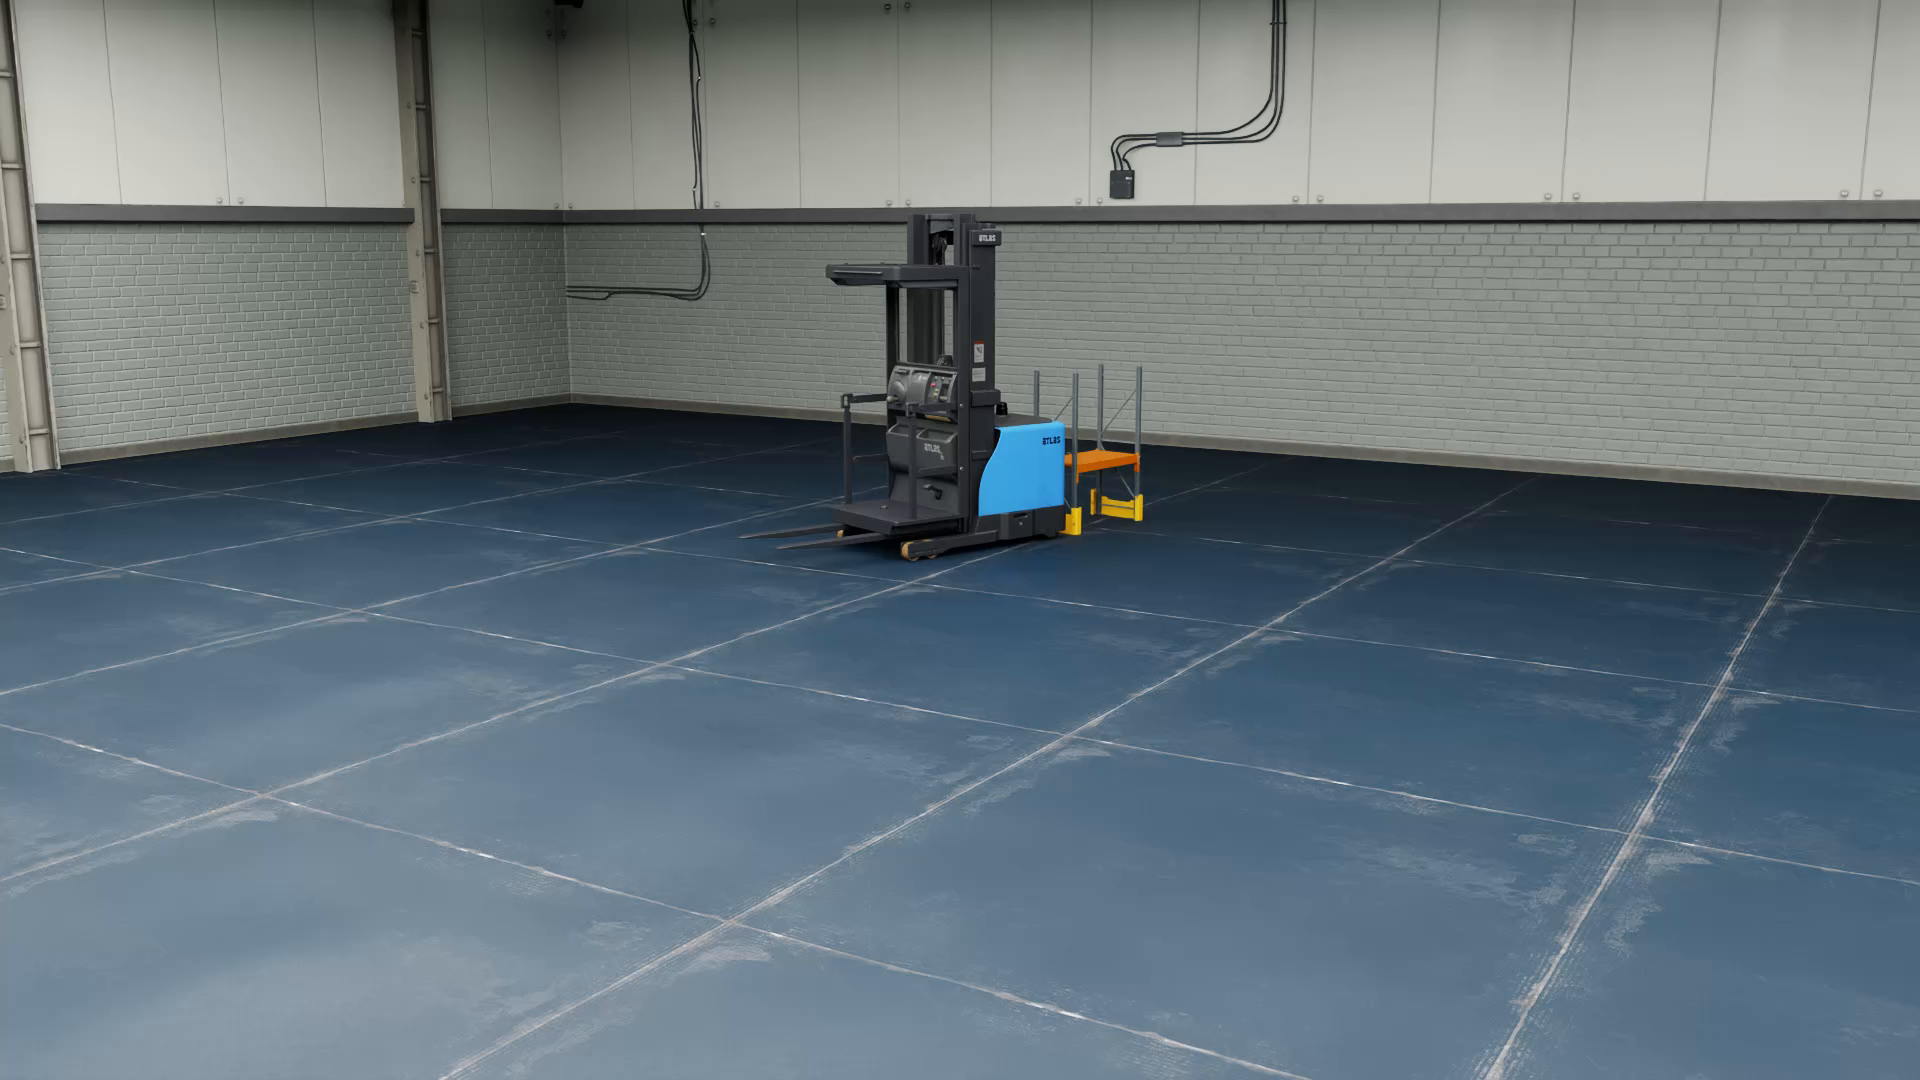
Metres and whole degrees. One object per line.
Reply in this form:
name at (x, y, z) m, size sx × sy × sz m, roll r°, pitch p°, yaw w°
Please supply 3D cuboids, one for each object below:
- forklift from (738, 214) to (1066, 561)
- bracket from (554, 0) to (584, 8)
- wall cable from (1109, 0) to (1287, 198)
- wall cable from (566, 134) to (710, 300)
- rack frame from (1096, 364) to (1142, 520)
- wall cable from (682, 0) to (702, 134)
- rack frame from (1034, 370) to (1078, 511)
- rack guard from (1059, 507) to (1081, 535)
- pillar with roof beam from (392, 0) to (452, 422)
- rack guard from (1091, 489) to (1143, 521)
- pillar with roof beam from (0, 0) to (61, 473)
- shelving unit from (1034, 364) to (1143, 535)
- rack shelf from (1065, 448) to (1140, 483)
forklift at (-0.499, -1.370, 14.601) m, size 3.031 × 2.935 × 1.130 m, roll -8°, pitch 13°, yaw -37°
bracket at (-6.065, -8.374, 25.745) m, size 0.235 × 0.232 × 0.430 m, roll 6°, pitch 12°, yaw 31°
wall cable at (2.951, -7.300, 20.547) m, size 2.305 × 6.003 × 0.169 m, roll 6°, pitch 12°, yaw 31°
wall cable at (-5.155, -5.012, 26.004) m, size 3.097 × 2.526 × 0.112 m, roll 6°, pitch 12°, yaw 31°
rack frame at (1.559, -0.965, 16.331) m, size 0.500 × 1.500 × 0.032 m, roll 9°, pitch 14°, yaw 40°
wall cable at (-2.843, -7.236, 24.159) m, size 3.097 × 2.526 × 0.112 m, roll 6°, pitch 12°, yaw 31°
rack frame at (0.891, -0.824, 15.577) m, size 0.500 × 1.500 × 0.032 m, roll 9°, pitch 14°, yaw 40°
rack guard at (0.892, -0.210, 15.693) m, size 0.587 × 0.250 × 0.087 m, roll 9°, pitch 14°, yaw 40°
pillar with roof beam at (-4.135, -5.790, 21.721) m, size 9.100 × 9.000 × 0.548 m, roll 6°, pitch 12°, yaw 31°
rack guard at (1.546, -0.348, 16.432) m, size 0.587 × 0.250 × 0.087 m, roll 9°, pitch 14°, yaw 40°
pillar with roof beam at (-7.250, -4.846, 16.681) m, size 9.100 × 9.000 × 0.400 m, roll 6°, pitch 12°, yaw 31°
shelving unit at (1.219, -0.894, 15.948) m, size 0.587 × 1.500 × 1.083 m, roll 9°, pitch 14°, yaw 40°
rack shelf at (1.225, -0.718, 15.987) m, size 0.538 × 0.185 × 1.000 m, roll 9°, pitch 14°, yaw 40°
